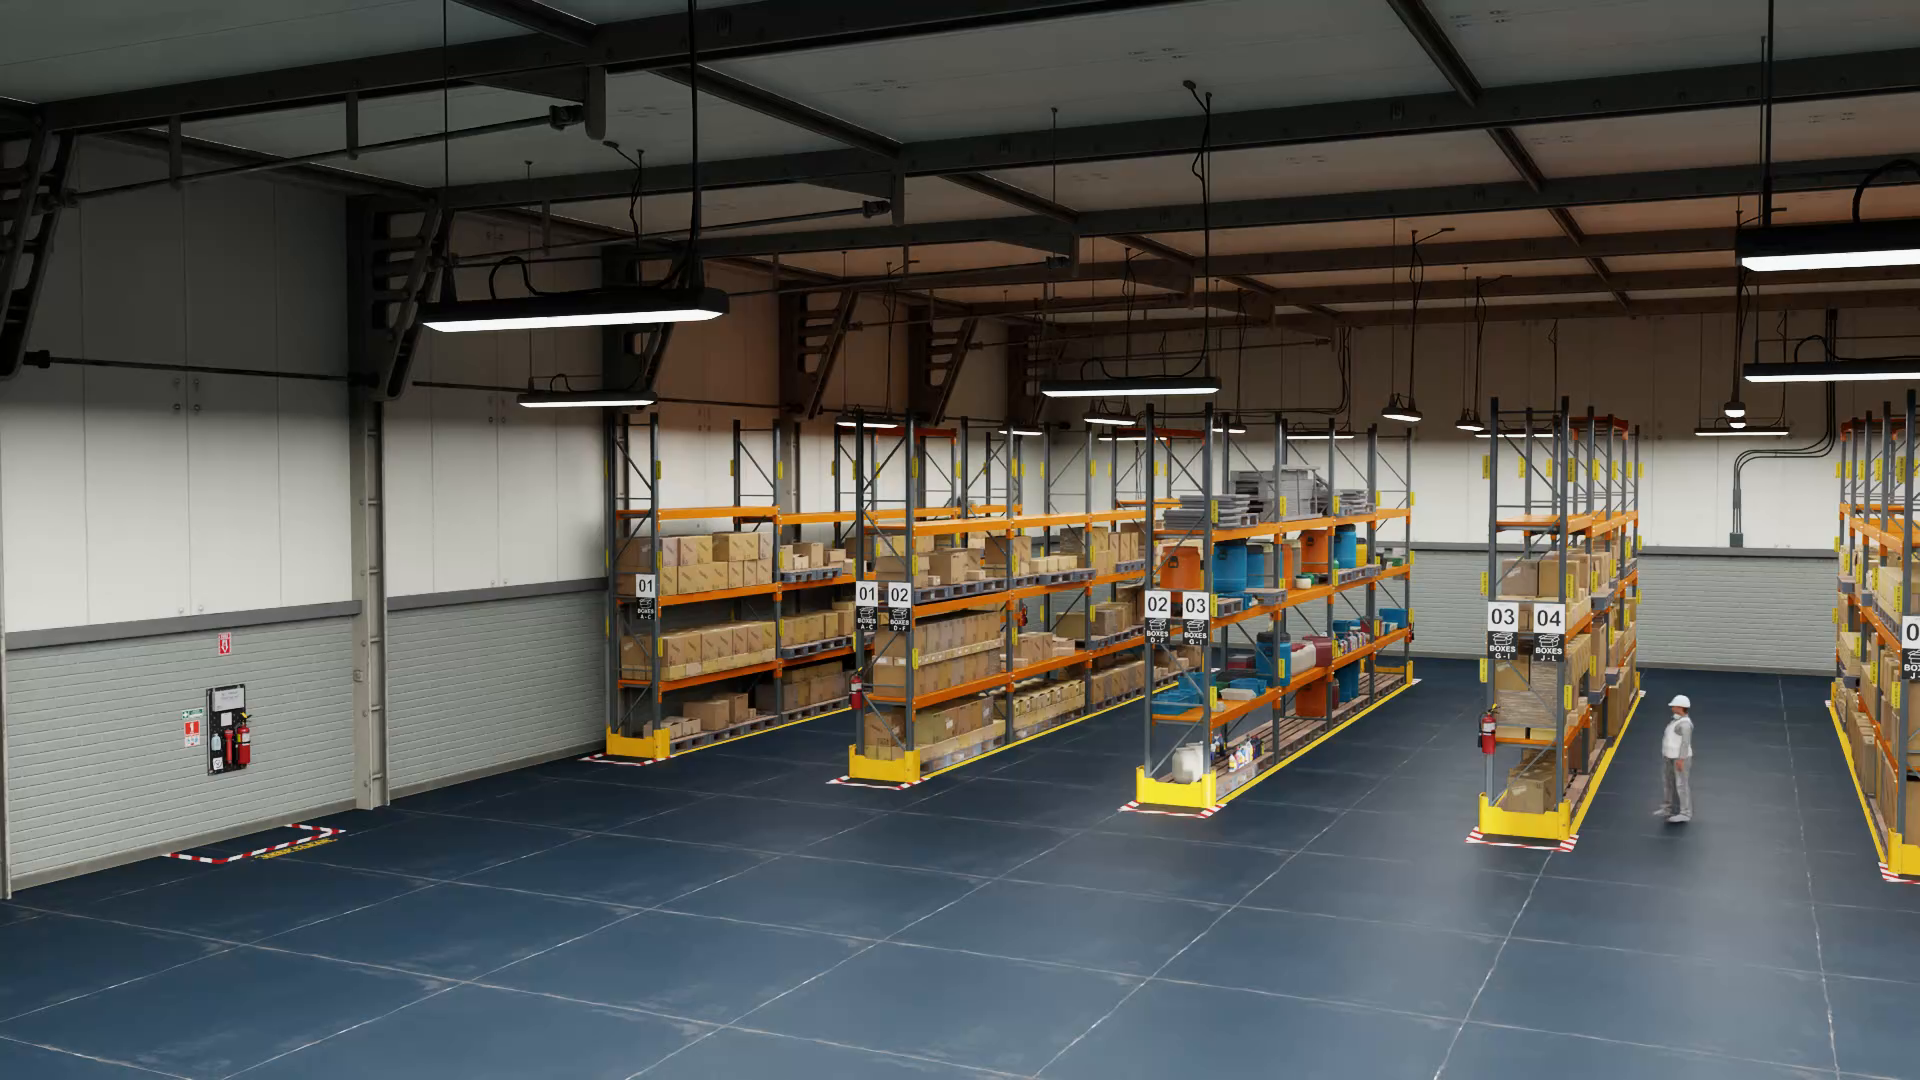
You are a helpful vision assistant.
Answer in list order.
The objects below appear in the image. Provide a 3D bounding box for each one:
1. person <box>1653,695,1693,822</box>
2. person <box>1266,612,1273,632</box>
[{"bbox_3d":[10.247,3.110,23.842,0.474,1.770,0.590,0,2,-9],"label":"person"},{"bbox_3d":[7.377,2.564,39.323,0.455,1.562,0.361,-2,3,-41],"label":"person"}]
